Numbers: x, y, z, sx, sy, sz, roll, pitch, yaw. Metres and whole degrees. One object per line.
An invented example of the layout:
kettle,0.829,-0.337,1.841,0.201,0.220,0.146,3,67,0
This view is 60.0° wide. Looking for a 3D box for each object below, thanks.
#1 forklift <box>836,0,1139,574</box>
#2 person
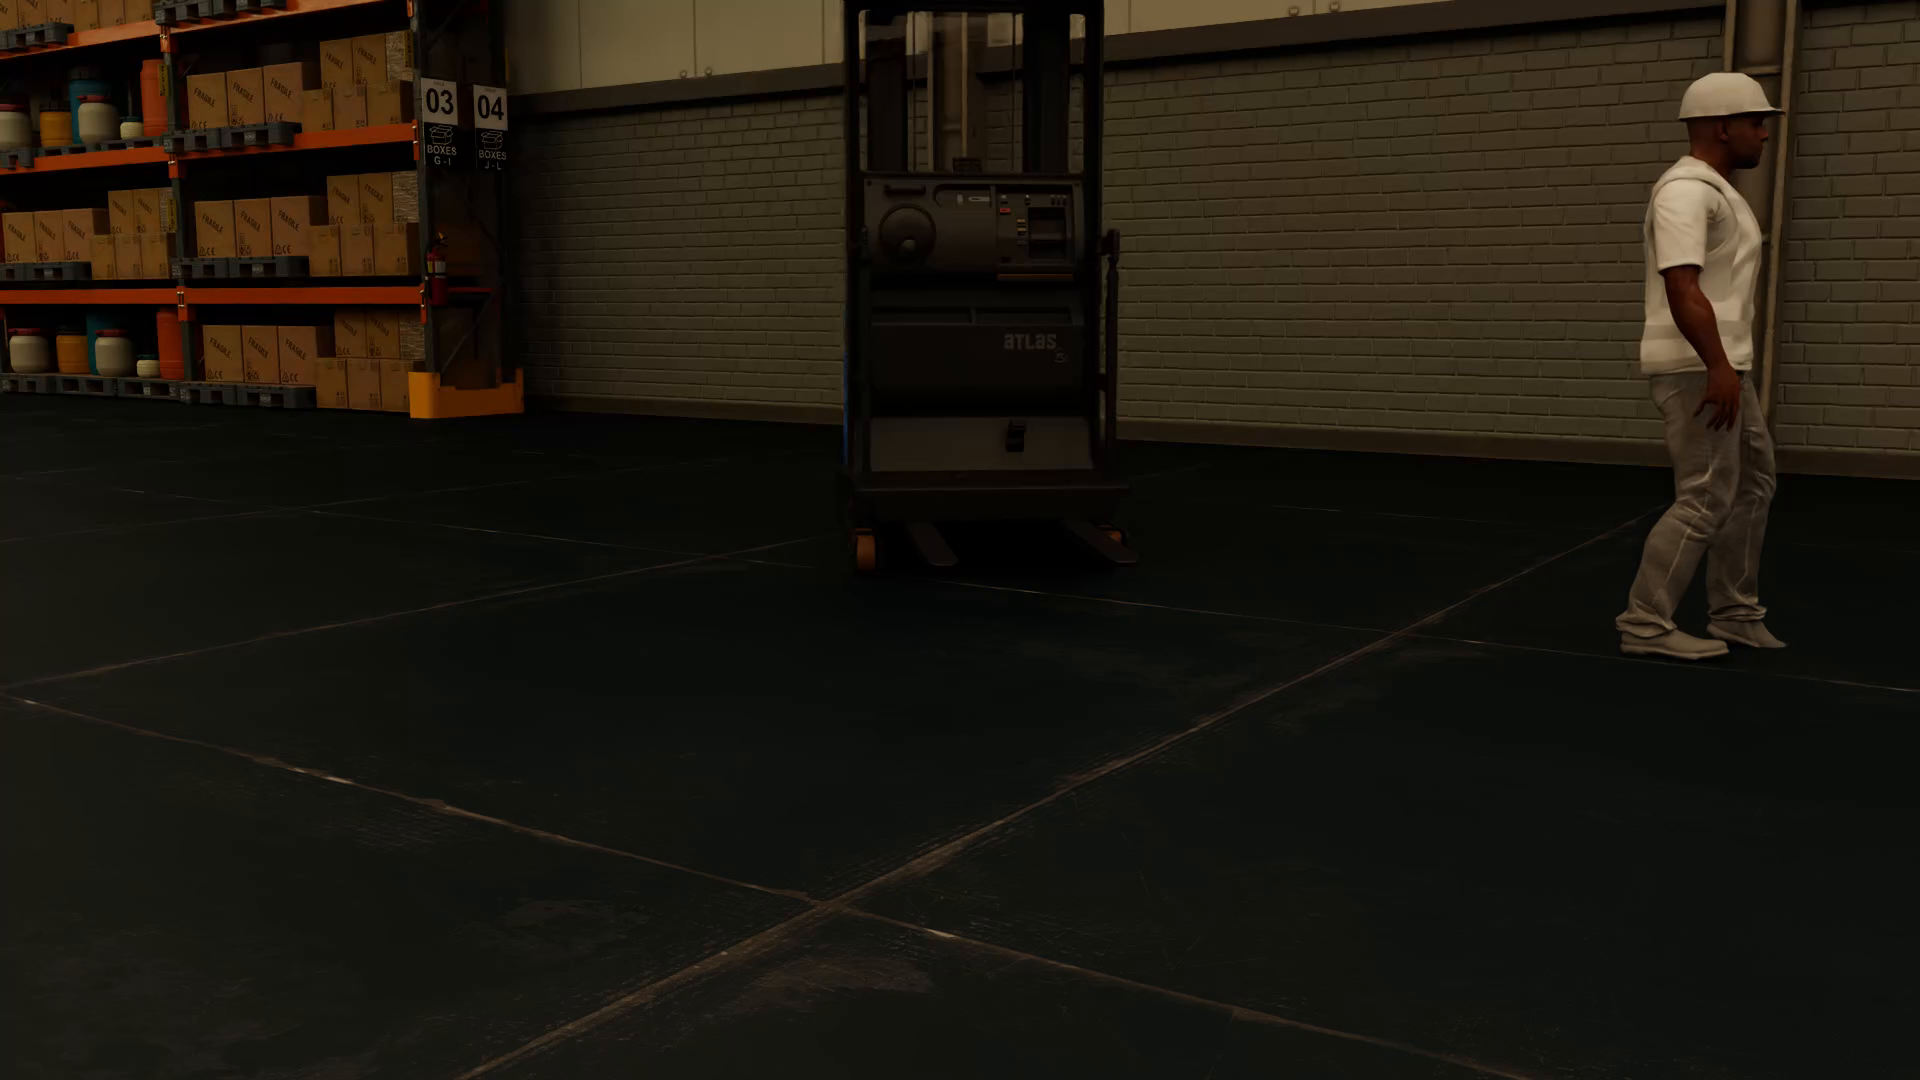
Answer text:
forklift,0.086,-1.364,6.788,1.130,2.935,3.031,-1,8,-6
person,2.312,-0.487,5.019,0.538,1.801,0.663,4,9,25
